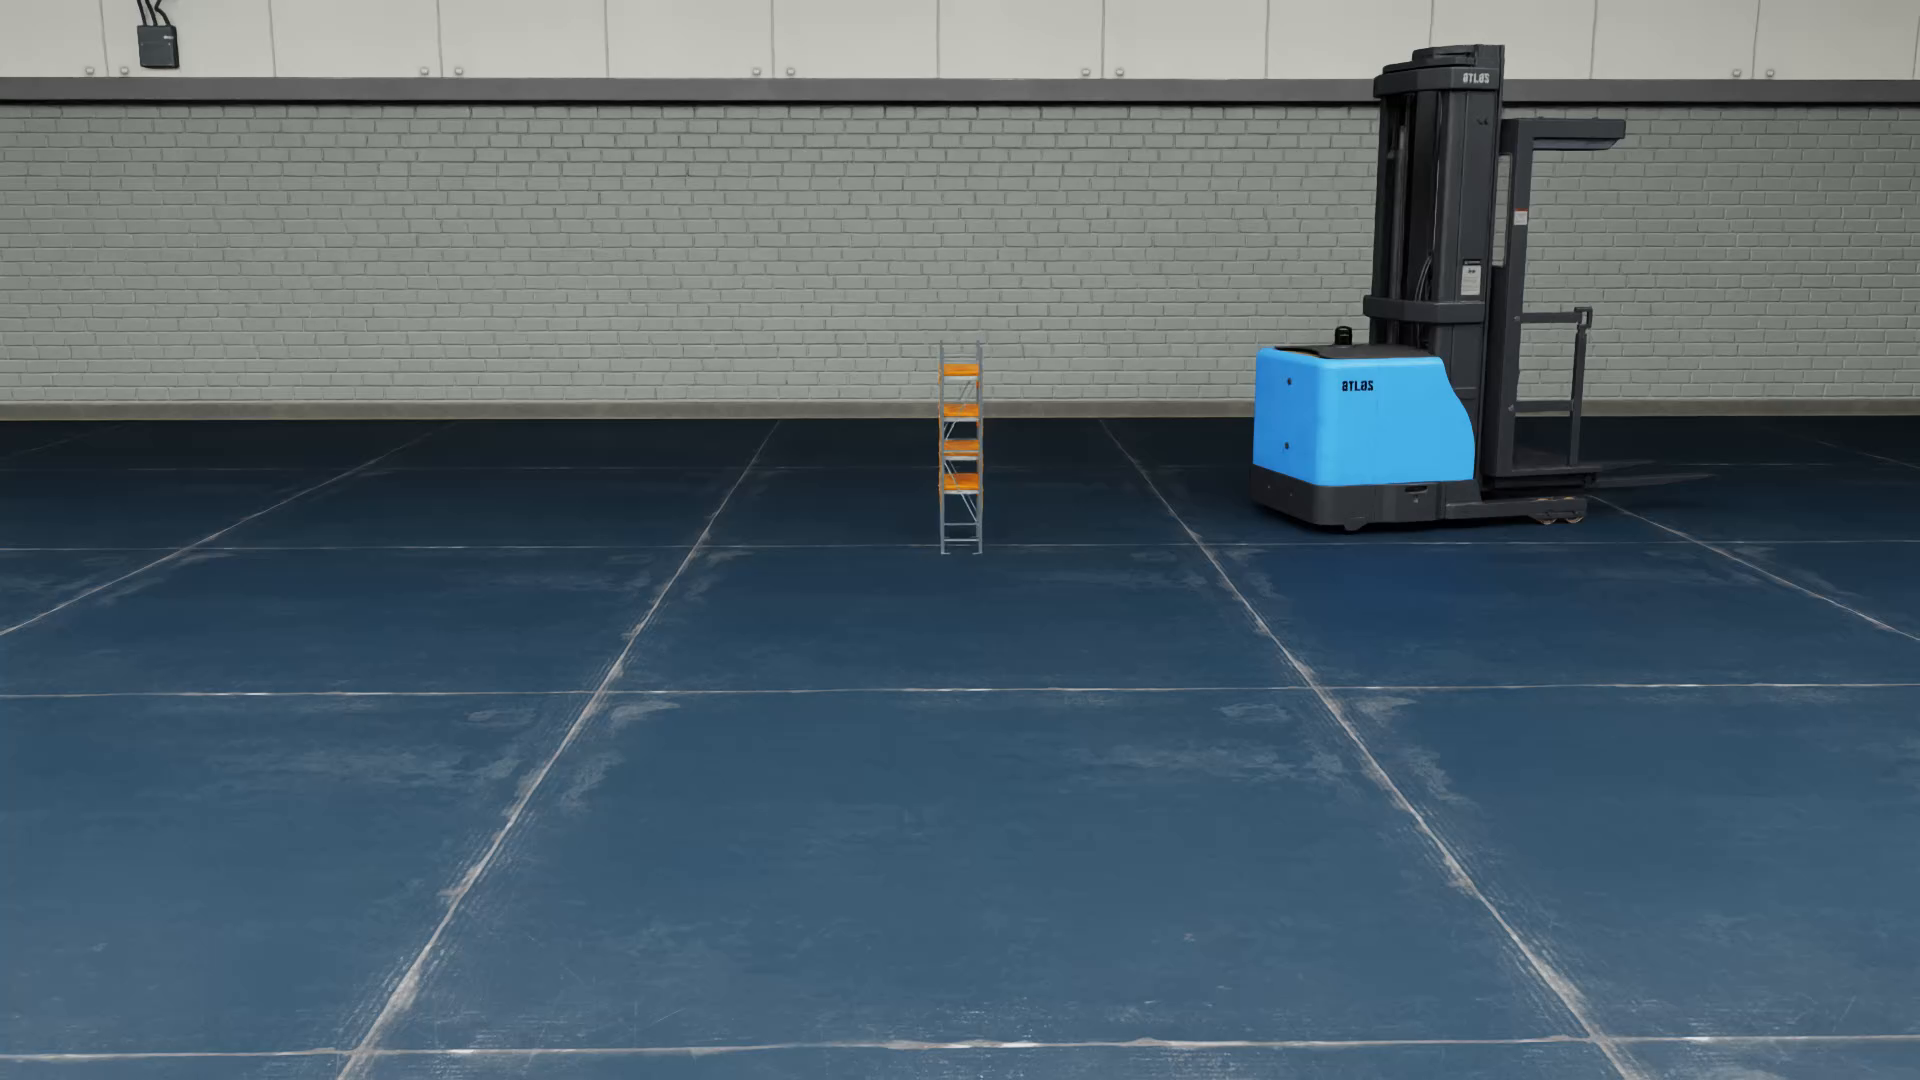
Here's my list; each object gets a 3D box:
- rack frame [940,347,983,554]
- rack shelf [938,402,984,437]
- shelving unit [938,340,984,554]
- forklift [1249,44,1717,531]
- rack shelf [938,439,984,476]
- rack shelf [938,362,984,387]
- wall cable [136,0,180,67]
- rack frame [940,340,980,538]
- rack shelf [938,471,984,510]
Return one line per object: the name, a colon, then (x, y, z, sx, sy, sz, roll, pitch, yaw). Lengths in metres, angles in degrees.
rack frame: (0.008, -0.507, 9.539, 0.240, 1.200, 0.015, 0, 11, -1)
rack shelf: (0.003, -0.708, 9.747, 0.258, 0.148, 0.480, 0, 11, -1)
shelving unit: (0.003, -0.555, 9.778, 0.258, 1.200, 0.503, 0, 11, -1)
forklift: (3.494, -1.632, 10.733, 3.031, 2.935, 1.130, -3, 12, -15)
rack shelf: (0.003, -0.489, 9.791, 0.258, 0.148, 0.480, 0, 11, -1)
rack shelf: (0.003, -0.940, 9.699, 0.258, 0.148, 0.480, 0, 11, -1)
wall cable: (-6.192, -7.199, 14.359, 2.305, 6.003, 0.169, 0, 11, -1)
rack frame: (-0.002, -0.604, 10.017, 0.240, 1.200, 0.015, 0, 11, -1)
rack shelf: (0.003, -0.295, 9.830, 0.258, 0.148, 0.480, 0, 11, -1)
